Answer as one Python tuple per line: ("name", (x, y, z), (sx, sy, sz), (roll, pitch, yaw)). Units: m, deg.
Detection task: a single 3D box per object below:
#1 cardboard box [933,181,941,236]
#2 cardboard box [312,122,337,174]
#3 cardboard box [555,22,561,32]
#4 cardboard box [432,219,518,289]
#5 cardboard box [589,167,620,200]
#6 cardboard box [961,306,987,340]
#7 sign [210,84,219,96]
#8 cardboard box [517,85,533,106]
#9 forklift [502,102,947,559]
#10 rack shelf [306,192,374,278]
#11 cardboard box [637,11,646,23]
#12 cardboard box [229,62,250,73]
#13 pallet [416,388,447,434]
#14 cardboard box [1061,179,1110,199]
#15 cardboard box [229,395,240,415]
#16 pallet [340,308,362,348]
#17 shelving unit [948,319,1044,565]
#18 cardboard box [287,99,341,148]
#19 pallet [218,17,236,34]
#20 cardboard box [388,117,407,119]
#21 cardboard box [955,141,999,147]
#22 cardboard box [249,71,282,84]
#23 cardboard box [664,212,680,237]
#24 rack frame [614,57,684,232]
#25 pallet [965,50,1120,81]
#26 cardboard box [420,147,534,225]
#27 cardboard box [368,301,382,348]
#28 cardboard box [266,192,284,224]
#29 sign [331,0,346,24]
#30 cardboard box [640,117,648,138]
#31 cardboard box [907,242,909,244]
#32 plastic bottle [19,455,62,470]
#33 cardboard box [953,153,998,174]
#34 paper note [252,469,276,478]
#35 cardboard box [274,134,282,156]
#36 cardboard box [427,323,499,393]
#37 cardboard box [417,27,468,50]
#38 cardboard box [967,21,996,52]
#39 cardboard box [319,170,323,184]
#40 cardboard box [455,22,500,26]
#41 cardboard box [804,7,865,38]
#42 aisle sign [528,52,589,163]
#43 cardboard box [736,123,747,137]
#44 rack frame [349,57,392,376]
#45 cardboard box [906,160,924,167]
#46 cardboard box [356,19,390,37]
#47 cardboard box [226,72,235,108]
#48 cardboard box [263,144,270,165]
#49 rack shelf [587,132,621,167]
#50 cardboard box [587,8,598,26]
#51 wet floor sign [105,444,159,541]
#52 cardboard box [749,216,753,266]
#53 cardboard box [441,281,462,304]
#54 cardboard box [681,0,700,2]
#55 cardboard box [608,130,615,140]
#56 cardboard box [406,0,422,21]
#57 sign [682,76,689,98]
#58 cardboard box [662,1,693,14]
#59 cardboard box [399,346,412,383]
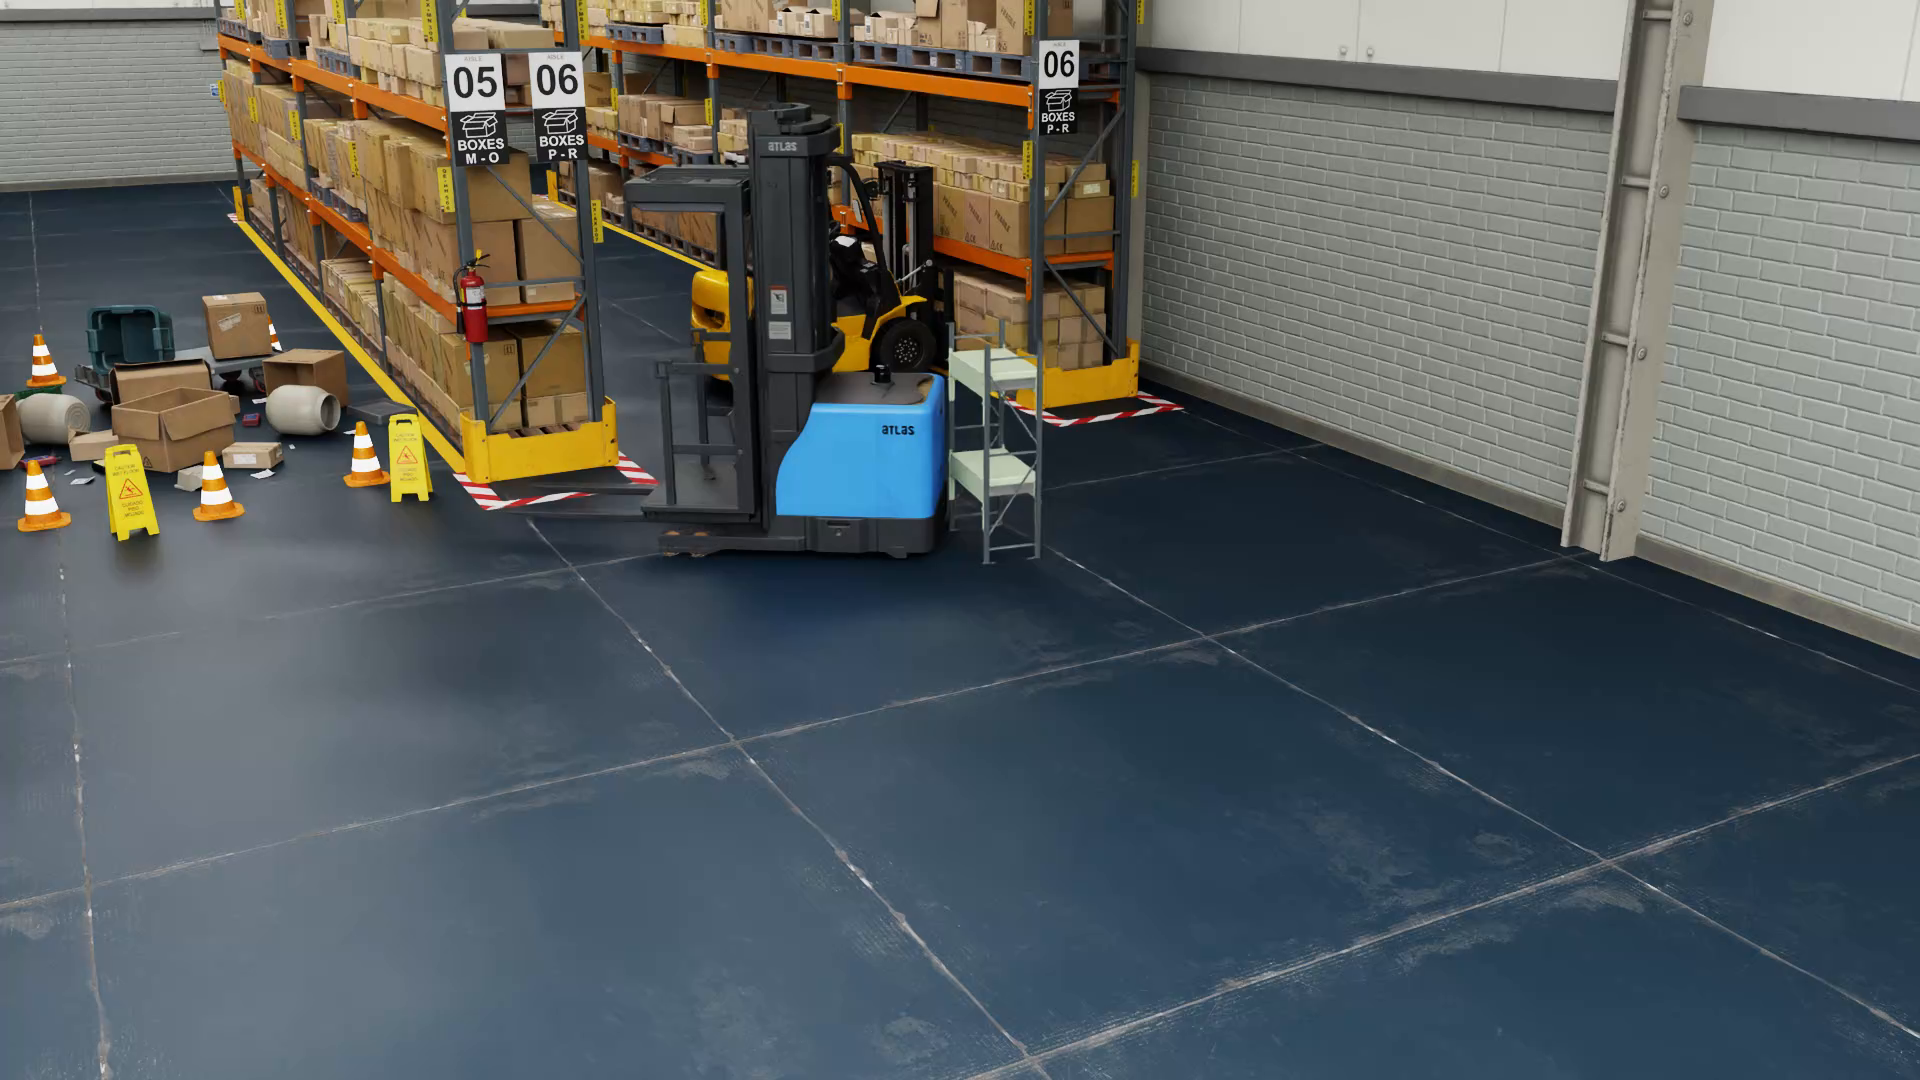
("cardboard box", (-0.117, -3.322, 16.507), (0.500, 0.500, 0.500), (-10, 21, -26))
("cardboard box", (-6.823, -4.334, 18.339), (0.500, 0.500, 0.500), (-9, 21, -24))
("cardboard box", (-6.291, -8.264, 26.769), (0.380, 0.149, 0.250), (-9, 21, -25))
("cardboard box", (-3.788, -2.265, 12.989), (0.500, 0.500, 0.500), (-10, 22, -28))
("cardboard box", (-5.778, -5.735, 26.842), (0.500, 0.500, 0.500), (-10, 21, -26))
("cardboard box", (0.343, -2.106, 15.942), (0.500, 0.250, 0.500), (-10, 22, -27))
("sign", (-13.656, -8.310, 30.702), (0.327, 0.218, 0.001), (-10, 21, -27))
("cardboard box", (-3.160, -3.409, 12.699), (0.380, 0.149, 0.250), (-10, 21, -27))
("forklift", (-1.639, -1.438, 11.307), (3.031, 2.935, 1.130), (2, 19, 5))
("rack shelf", (-6.137, -3.347, 17.835), (1.077, 0.370, 4.000), (-10, 21, -27))
("cardboard box", (-4.228, -7.210, 22.916), (0.380, 0.149, 0.250), (-9, 21, -25))
("cardboard box", (-10.611, -7.010, 24.667), (0.380, 0.149, 0.250), (-11, 22, -28))
("pallet", (-4.254, -1.256, 14.949), (1.003, 0.211, 1.213), (-10, 21, -27))
("cardboard box", (1.146, -3.226, 15.233), (0.380, 0.149, 0.250), (-11, 22, -28))
("cardboard box", (-6.690, -1.254, 14.858), (0.396, 0.266, 0.258), (7, 20, 20))
("pallet", (-6.142, -2.368, 18.171), (1.003, 0.211, 1.213), (-10, 21, -27))
("shelving unit", (0.232, -0.679, 11.299), (0.431, 1.500, 0.755), (-6, 20, -18))
("cardboard box", (-7.563, -4.889, 19.514), (0.500, 0.500, 0.500), (-11, 22, -28))
("pallet", (-10.525, -7.722, 24.949), (1.003, 0.211, 1.213), (-10, 21, -27))
("cardboard box", (-5.706, -4.291, 17.222), (0.380, 0.149, 0.250), (-9, 21, -24))
("cardboard box", (0.176, -3.960, 16.904), (0.380, 0.149, 0.250), (-10, 22, -27))
("cardboard box", (-9.413, -6.275, 22.537), (0.380, 0.149, 0.250), (-10, 22, -28))
("cardboard box", (-3.853, -4.577, 23.486), (0.500, 0.500, 0.500), (-11, 22, -29))
("rack frame", (-4.620, -6.179, 24.940), (1.000, 3.000, 0.127), (-10, 21, -27))
("pallet", (0.765, -4.317, 15.082), (1.003, 0.211, 1.213), (-10, 21, -27))
("cardboard box", (-3.723, -2.738, 12.825), (0.700, 0.500, 0.500), (-11, 22, -28))
("cardboard box", (-5.439, -2.219, 16.849), (0.950, 0.372, 0.625), (-10, 21, -26))
("cardboard box", (-9.616, -4.850, 24.373), (0.875, 0.438, 0.875), (-11, 22, -28))
("sign", (-5.674, -4.874, 15.163), (0.100, 0.325, 0.005), (-10, 21, -27))
("cardboard box", (-4.298, -5.856, 23.565), (0.396, 0.266, 0.258), (-9, 21, -24))
("cardboard box", (-0.417, -3.143, 18.179), (0.500, 0.250, 0.500), (-10, 21, -26))
("plastic bottle", (-7.389, -0.631, 13.368), (0.133, 0.061, 0.283), (16, 25, 39))
("cardboard box", (0.156, -3.576, 15.794), (0.380, 0.149, 0.250), (-9, 21, -25))
("paper note", (-5.489, -0.524, 13.103), (0.142, 0.019, 0.148), (16, 25, 39))
("cardboard box", (-8.295, -4.965, 20.886), (0.500, 0.250, 0.500), (-11, 22, -28))
("cardboard box", (-4.149, -1.556, 13.965), (0.500, 0.500, 0.500), (-9, 21, -25))
("cardboard box", (-3.935, -3.842, 12.732), (0.380, 0.149, 0.250), (-10, 22, -27))
("cardboard box", (0.297, -4.598, 15.169), (0.396, 0.266, 0.258), (-10, 21, -27))
("cardboard box", (-6.902, -4.047, 18.501), (0.380, 0.149, 0.250), (-12, 22, -30))
("cardboard box", (-3.973, -4.216, 13.815), (0.380, 0.149, 0.250), (-9, 21, -26))
("cardboard box", (-1.379, -5.674, 18.218), (0.500, 0.311, 0.500), (-11, 22, -28))
("aisle sign", (-2.986, -3.223, 12.389), (0.394, 0.787, 0.004), (-10, 21, -27))
("cardboard box", (-2.556, -5.101, 20.669), (0.380, 0.149, 0.250), (-9, 21, -25))
("rack frame", (-5.188, -3.113, 16.053), (1.000, 3.000, 0.127), (-10, 21, -27))
("cardboard box", (-0.319, -3.732, 16.701), (0.380, 0.149, 0.250), (-11, 22, -28))
("cardboard box", (-5.176, -4.578, 14.863), (0.380, 0.149, 0.250), (-9, 21, -25))
("cardboard box", (-10.657, -6.748, 24.903), (0.500, 0.500, 0.500), (-11, 22, -28))
("cardboard box", (-9.010, -5.171, 22.249), (0.500, 0.250, 0.500), (-11, 22, -28))
("rack shelf", (-5.570, -6.413, 26.721), (1.077, 0.370, 4.000), (-10, 21, -27))
("cardboard box", (-5.326, -7.914, 25.143), (0.500, 0.250, 0.500), (-11, 22, -28))
("wet floor sign", (-5.840, -0.354, 11.668), (0.267, 0.644, 0.232), (-14, 24, -36))
("cardboard box", (-2.119, -3.739, 20.866), (0.875, 0.625, 0.625), (-9, 21, -25))
("cardboard box", (-3.872, -1.975, 13.143), (0.380, 0.149, 0.250), (-10, 22, -27))
("cardboard box", (-3.620, -7.358, 22.891), (0.380, 0.149, 0.250), (-9, 21, -25))
("cardboard box", (-5.136, -6.184, 25.340), (0.380, 0.149, 0.250), (-9, 21, -25))
("cardboard box", (-5.358, -5.266, 16.515), (0.500, 0.250, 0.500), (-10, 22, -28))
("sign", (-4.133, -6.813, 25.003), (0.100, 0.325, 0.005), (-10, 21, -27))
("cardboard box", (-3.760, -7.132, 22.266), (0.380, 0.149, 0.250), (-10, 21, -26))
("cardboard box", (-4.882, -1.649, 15.382), (0.500, 0.250, 0.500), (-9, 21, -24))
